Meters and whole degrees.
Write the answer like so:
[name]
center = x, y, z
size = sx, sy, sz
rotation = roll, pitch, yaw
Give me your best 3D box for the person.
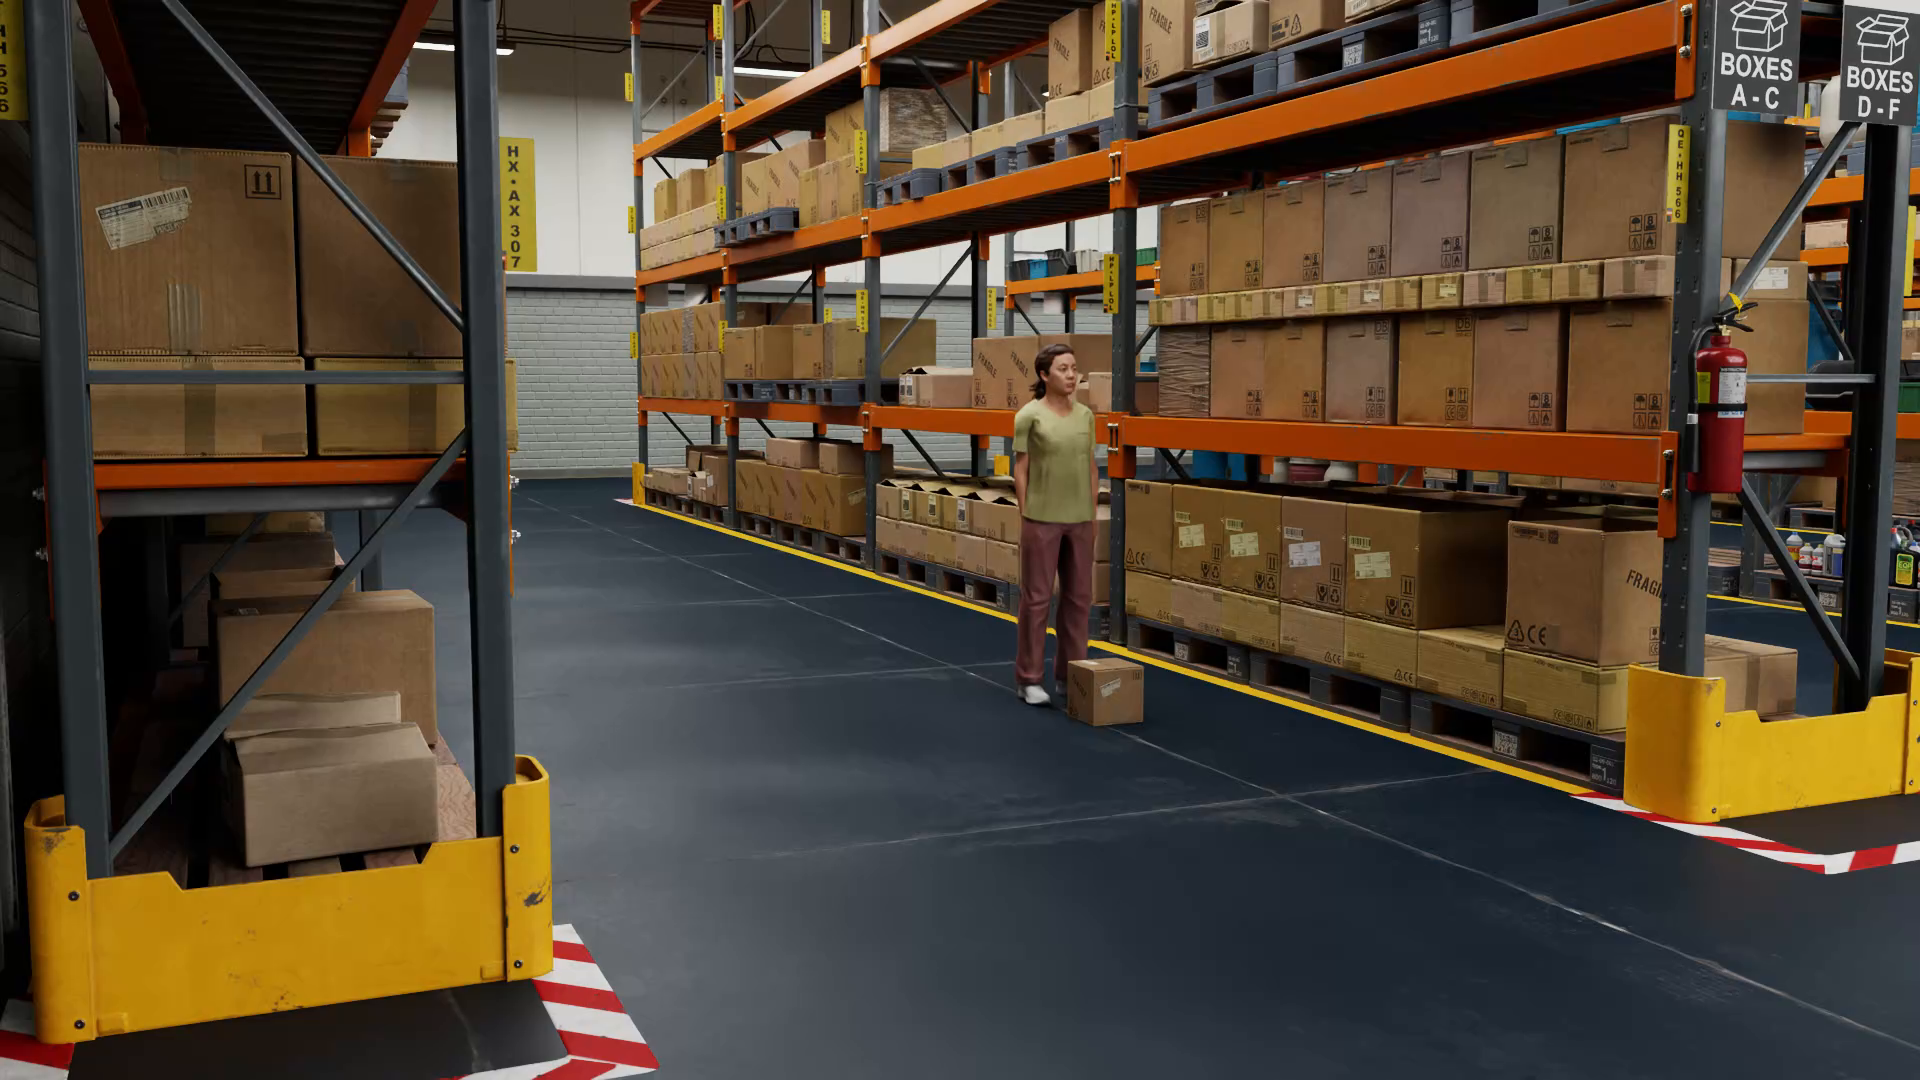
[person]
center = 0.458, -0.080, 7.788
size = 0.439, 1.674, 0.349
rotation = -2, 6, -23
